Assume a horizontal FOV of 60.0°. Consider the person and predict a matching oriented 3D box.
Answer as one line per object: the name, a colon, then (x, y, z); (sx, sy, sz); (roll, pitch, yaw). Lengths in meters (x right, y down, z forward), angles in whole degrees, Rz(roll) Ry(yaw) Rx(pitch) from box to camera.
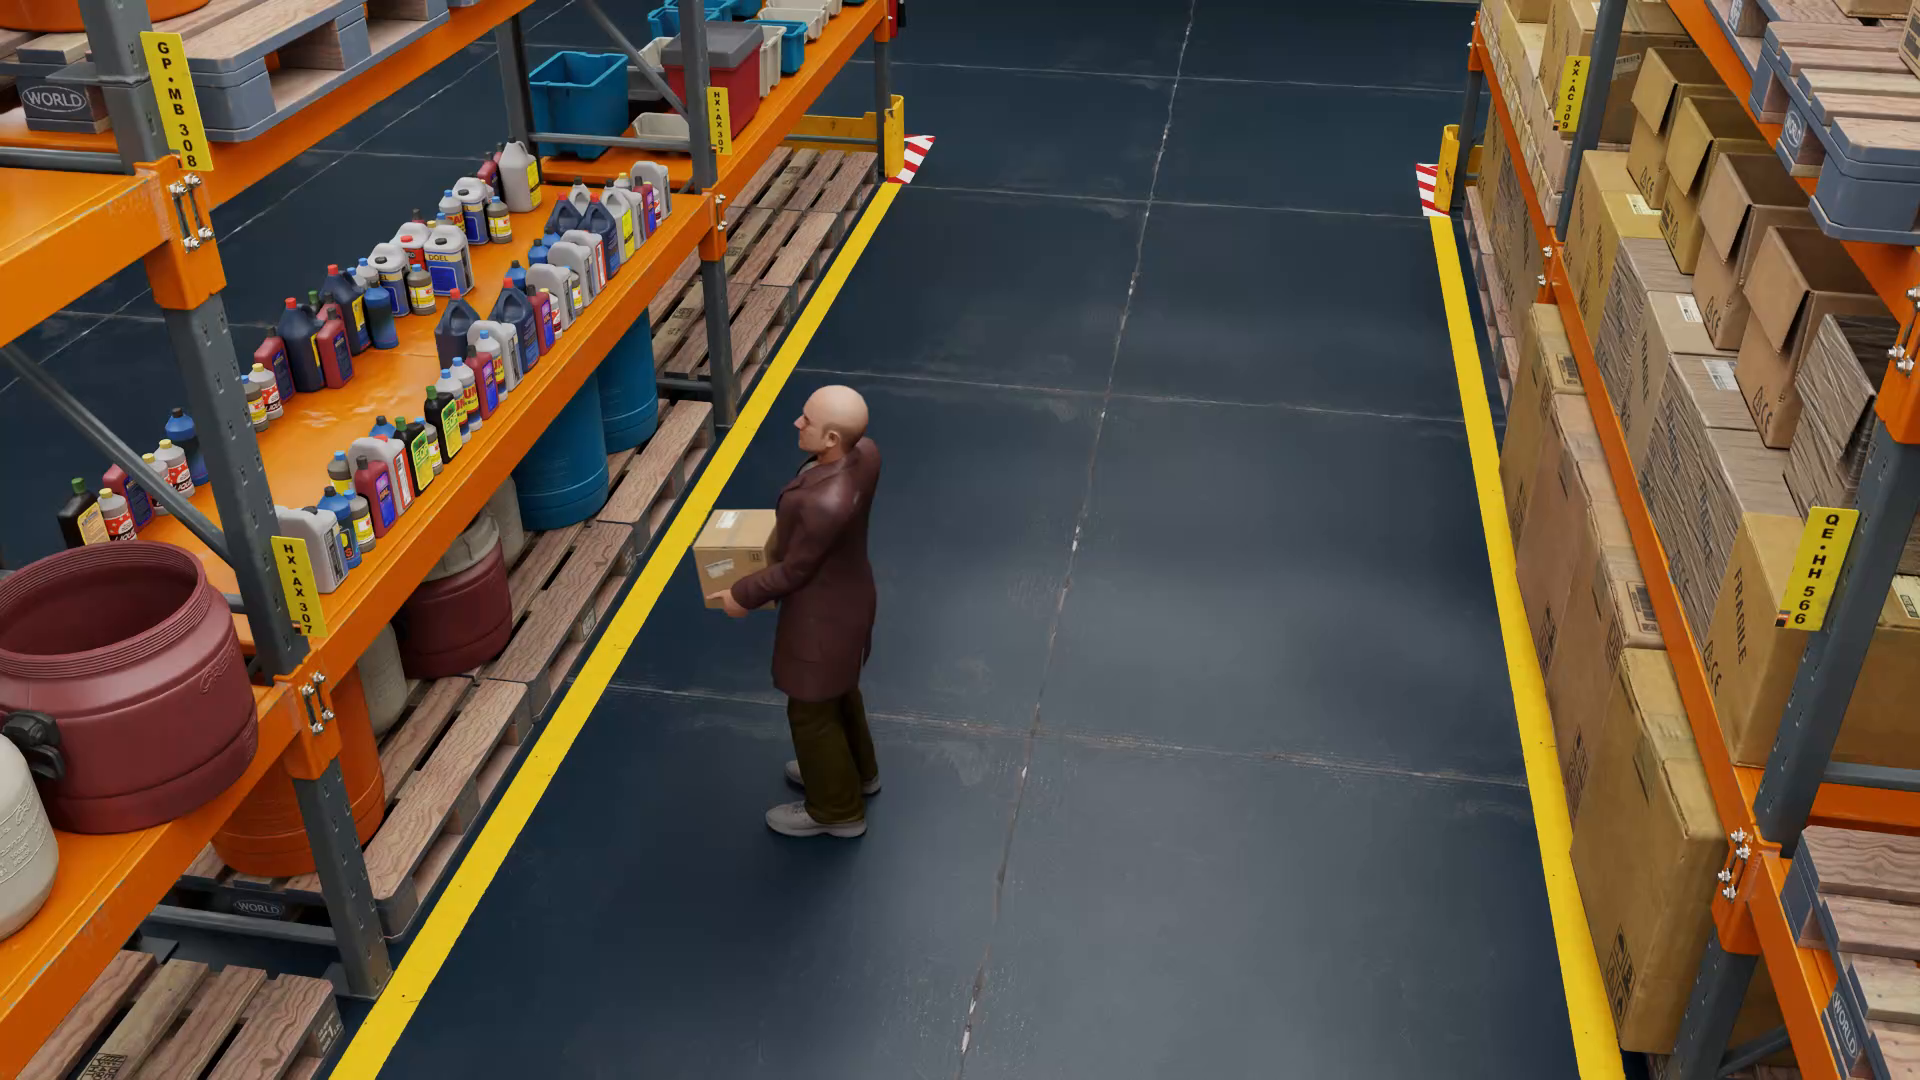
person: (-0.564, 0.243, 5.766); (0.562, 1.769, 0.530); (5, 32, 8)
